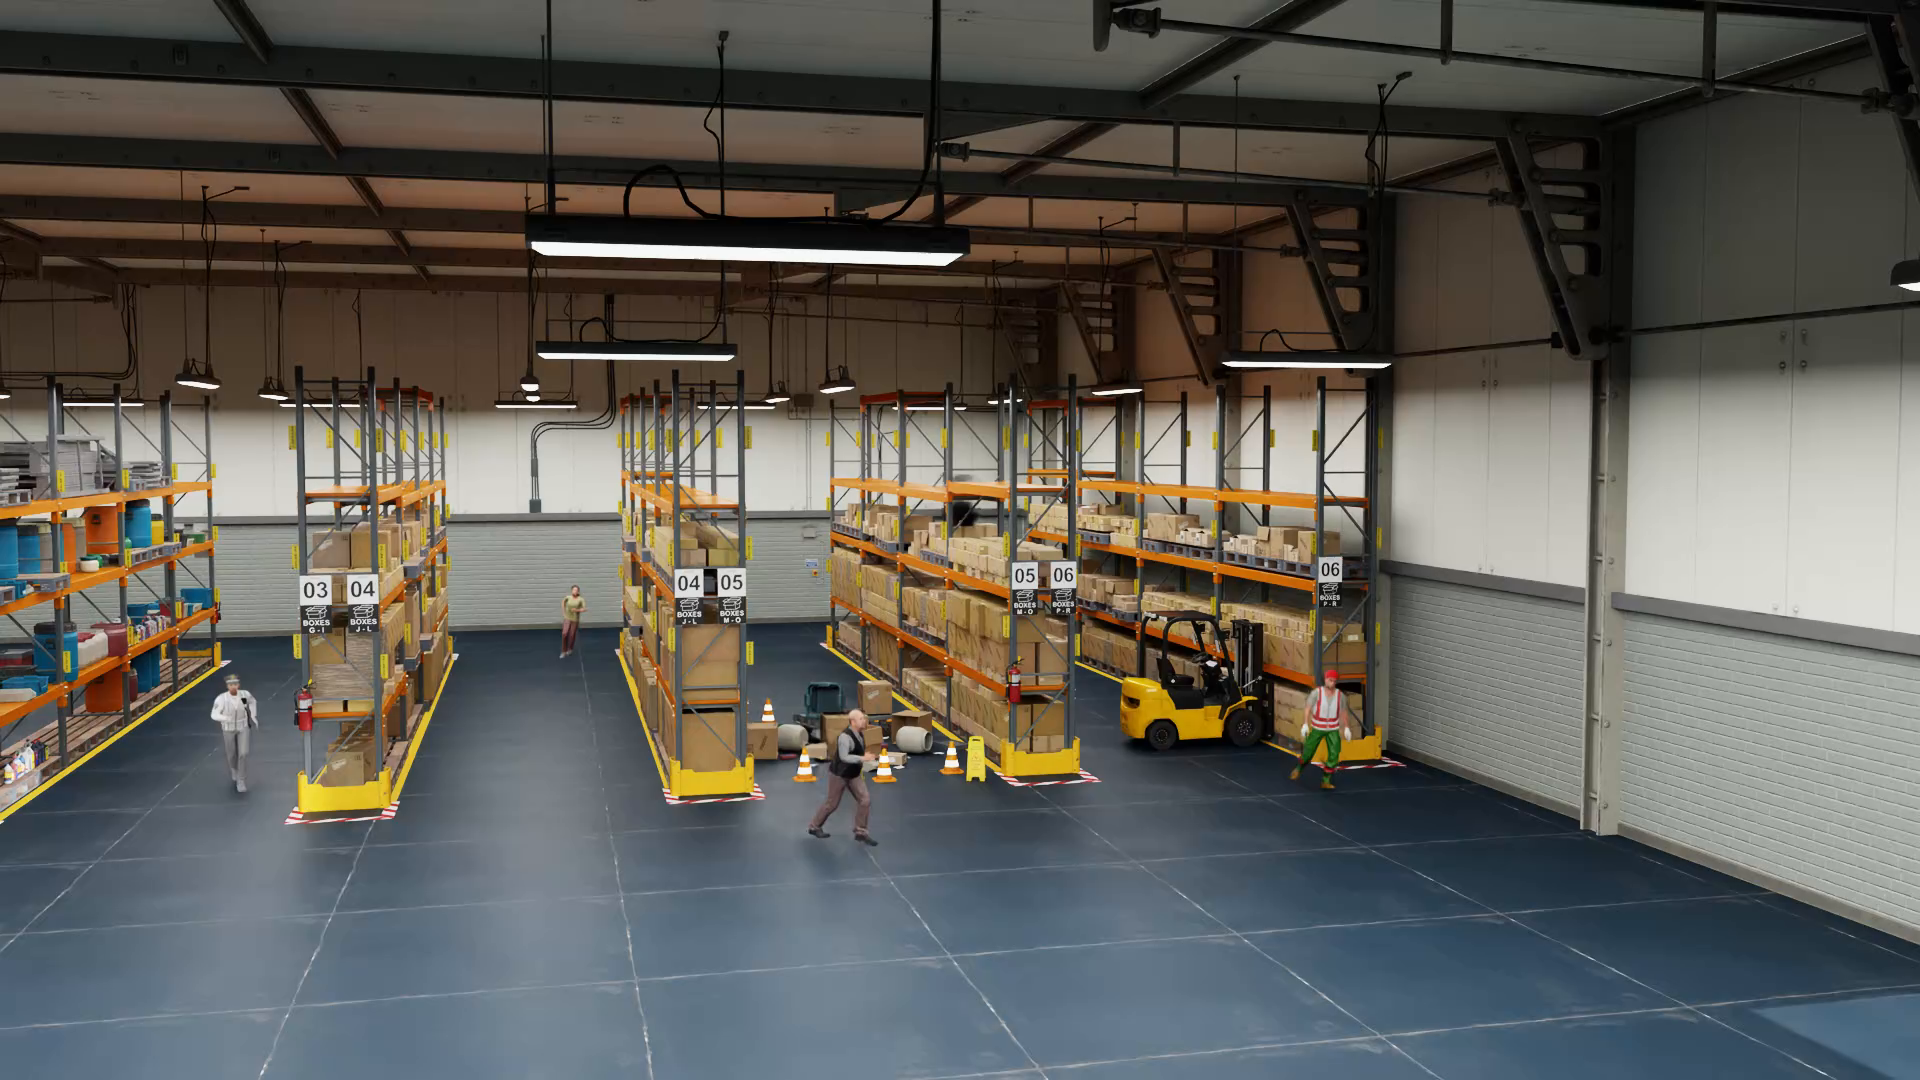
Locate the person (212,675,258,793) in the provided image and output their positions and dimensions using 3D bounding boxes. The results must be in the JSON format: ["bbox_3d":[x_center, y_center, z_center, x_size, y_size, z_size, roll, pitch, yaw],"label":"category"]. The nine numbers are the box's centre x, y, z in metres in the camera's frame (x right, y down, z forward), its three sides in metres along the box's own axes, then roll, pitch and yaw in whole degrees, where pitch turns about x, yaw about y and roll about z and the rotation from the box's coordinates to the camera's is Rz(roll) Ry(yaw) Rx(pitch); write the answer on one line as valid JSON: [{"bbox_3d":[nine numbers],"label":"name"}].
[{"bbox_3d":[-10.434,2.742,23.941,0.606,1.672,0.952,-1,4,-23],"label":"person"}]

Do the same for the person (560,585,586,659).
[{"bbox_3d":[-8.961,1.889,38.588,0.604,1.712,0.677,0,3,-5],"label":"person"}]

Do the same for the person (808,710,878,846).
[{"bbox_3d":[-1.426,2.929,20.565,0.975,1.696,0.651,2,4,27],"label":"person"}]

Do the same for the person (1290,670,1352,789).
[{"bbox_3d":[5.215,2.706,24.015,0.785,1.732,0.711,0,3,-3],"label":"person"}]
